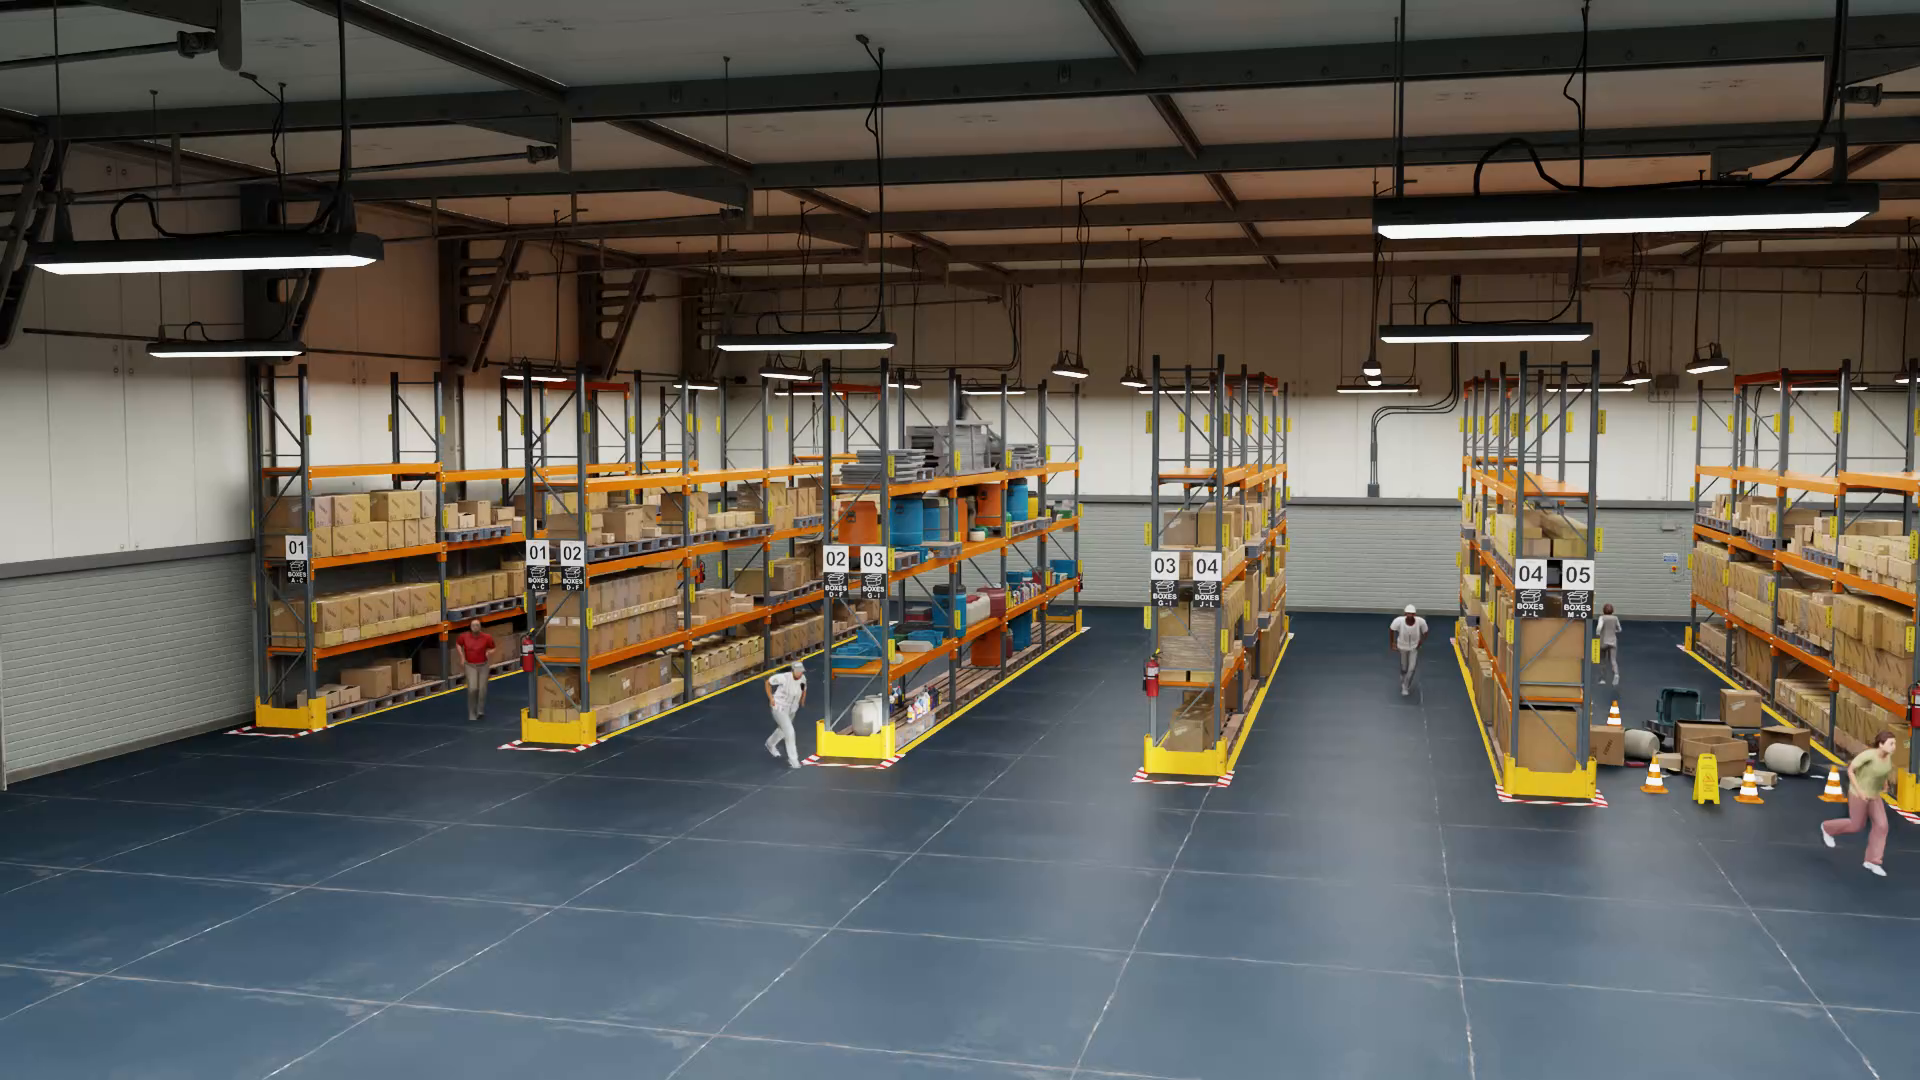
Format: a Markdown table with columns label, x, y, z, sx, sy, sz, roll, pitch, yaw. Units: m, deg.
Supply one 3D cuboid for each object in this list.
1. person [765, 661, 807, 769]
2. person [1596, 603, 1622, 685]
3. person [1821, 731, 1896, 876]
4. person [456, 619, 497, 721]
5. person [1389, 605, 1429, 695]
| label | x | y | z | sx | sy | sz | roll | pitch | yaw |
| --- | --- | --- | --- | --- | --- | --- | --- | --- | --- |
| person | -2.604 | 2.551 | 24.517 | 0.648 | 1.627 | 1.037 | -3 | 5 | -38 |
| person | 12.336 | 2.001 | 31.641 | 0.537 | 1.586 | 0.881 | 0 | 4 | 4 |
| person | 10.220 | 2.920 | 18.917 | 0.589 | 1.624 | 0.914 | -2 | 4 | -25 |
| person | -8.202 | 2.224 | 28.230 | 0.656 | 1.776 | 0.814 | -1 | 4 | -18 |
| person | 8.379 | 2.038 | 31.058 | 0.697 | 1.694 | 0.841 | 0 | 4 | 6 |
